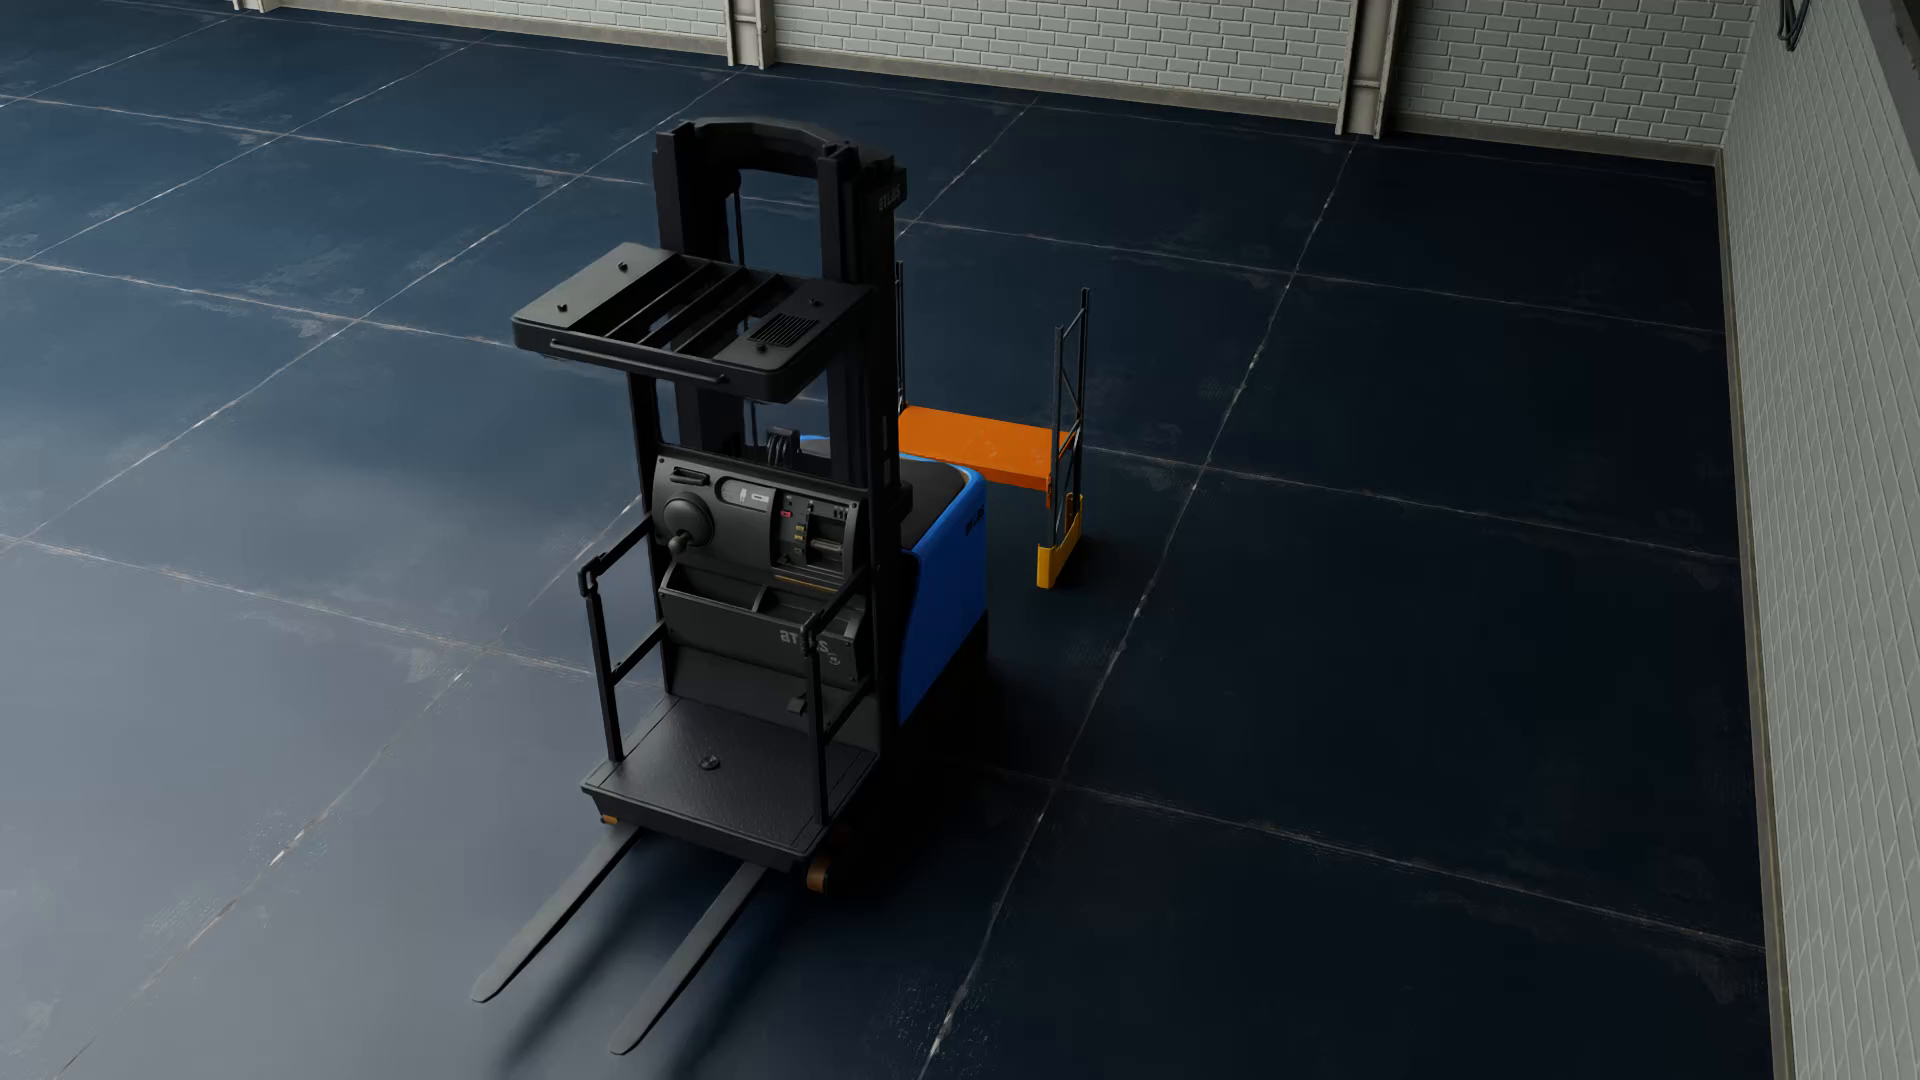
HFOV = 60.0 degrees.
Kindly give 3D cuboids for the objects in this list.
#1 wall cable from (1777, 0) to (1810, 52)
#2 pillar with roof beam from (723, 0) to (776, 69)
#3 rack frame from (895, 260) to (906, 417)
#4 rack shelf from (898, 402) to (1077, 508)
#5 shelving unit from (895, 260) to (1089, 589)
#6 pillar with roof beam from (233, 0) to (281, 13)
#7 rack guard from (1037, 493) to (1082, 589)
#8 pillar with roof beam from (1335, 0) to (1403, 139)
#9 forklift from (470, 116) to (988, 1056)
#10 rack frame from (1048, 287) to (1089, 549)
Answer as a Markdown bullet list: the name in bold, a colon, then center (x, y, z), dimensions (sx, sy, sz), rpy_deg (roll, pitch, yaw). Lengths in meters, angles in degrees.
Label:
- **wall cable**: center (5.908, -4.923, 11.409), dimensions (0.112, 2.526, 3.097), rpy_deg (11, 34, 16)
- **pillar with roof beam**: center (-3.519, -6.341, 10.744), dimensions (0.400, 9.000, 9.100), rpy_deg (11, 34, 16)
- **rack frame**: center (-0.398, -0.707, 8.931), dimensions (0.032, 1.500, 0.500), rpy_deg (11, 34, 16)
- **rack shelf**: center (0.080, -0.463, 8.885), dimensions (1.000, 0.185, 0.538), rpy_deg (11, 34, 16)
- **shelving unit**: center (0.072, -0.616, 8.790), dimensions (1.083, 1.500, 0.587), rpy_deg (11, 34, 16)
- **pillar with roof beam**: center (-9.168, -7.439, 12.444), dimensions (0.400, 9.000, 9.100), rpy_deg (11, 34, 16)
- **rack guard**: center (0.541, 0.000, 8.987), dimensions (0.087, 0.250, 0.587), rpy_deg (11, 34, 16)
- **pillar with roof beam**: center (2.129, -5.243, 9.043), dimensions (0.400, 9.000, 9.100), rpy_deg (11, 34, 16)
- **forklift**: center (-0.913, -0.024, 6.553), dimensions (1.130, 2.935, 3.031), rpy_deg (13, 35, 20)
- **rack frame**: center (0.559, -0.521, 8.643), dimensions (0.032, 1.500, 0.500), rpy_deg (11, 34, 16)
